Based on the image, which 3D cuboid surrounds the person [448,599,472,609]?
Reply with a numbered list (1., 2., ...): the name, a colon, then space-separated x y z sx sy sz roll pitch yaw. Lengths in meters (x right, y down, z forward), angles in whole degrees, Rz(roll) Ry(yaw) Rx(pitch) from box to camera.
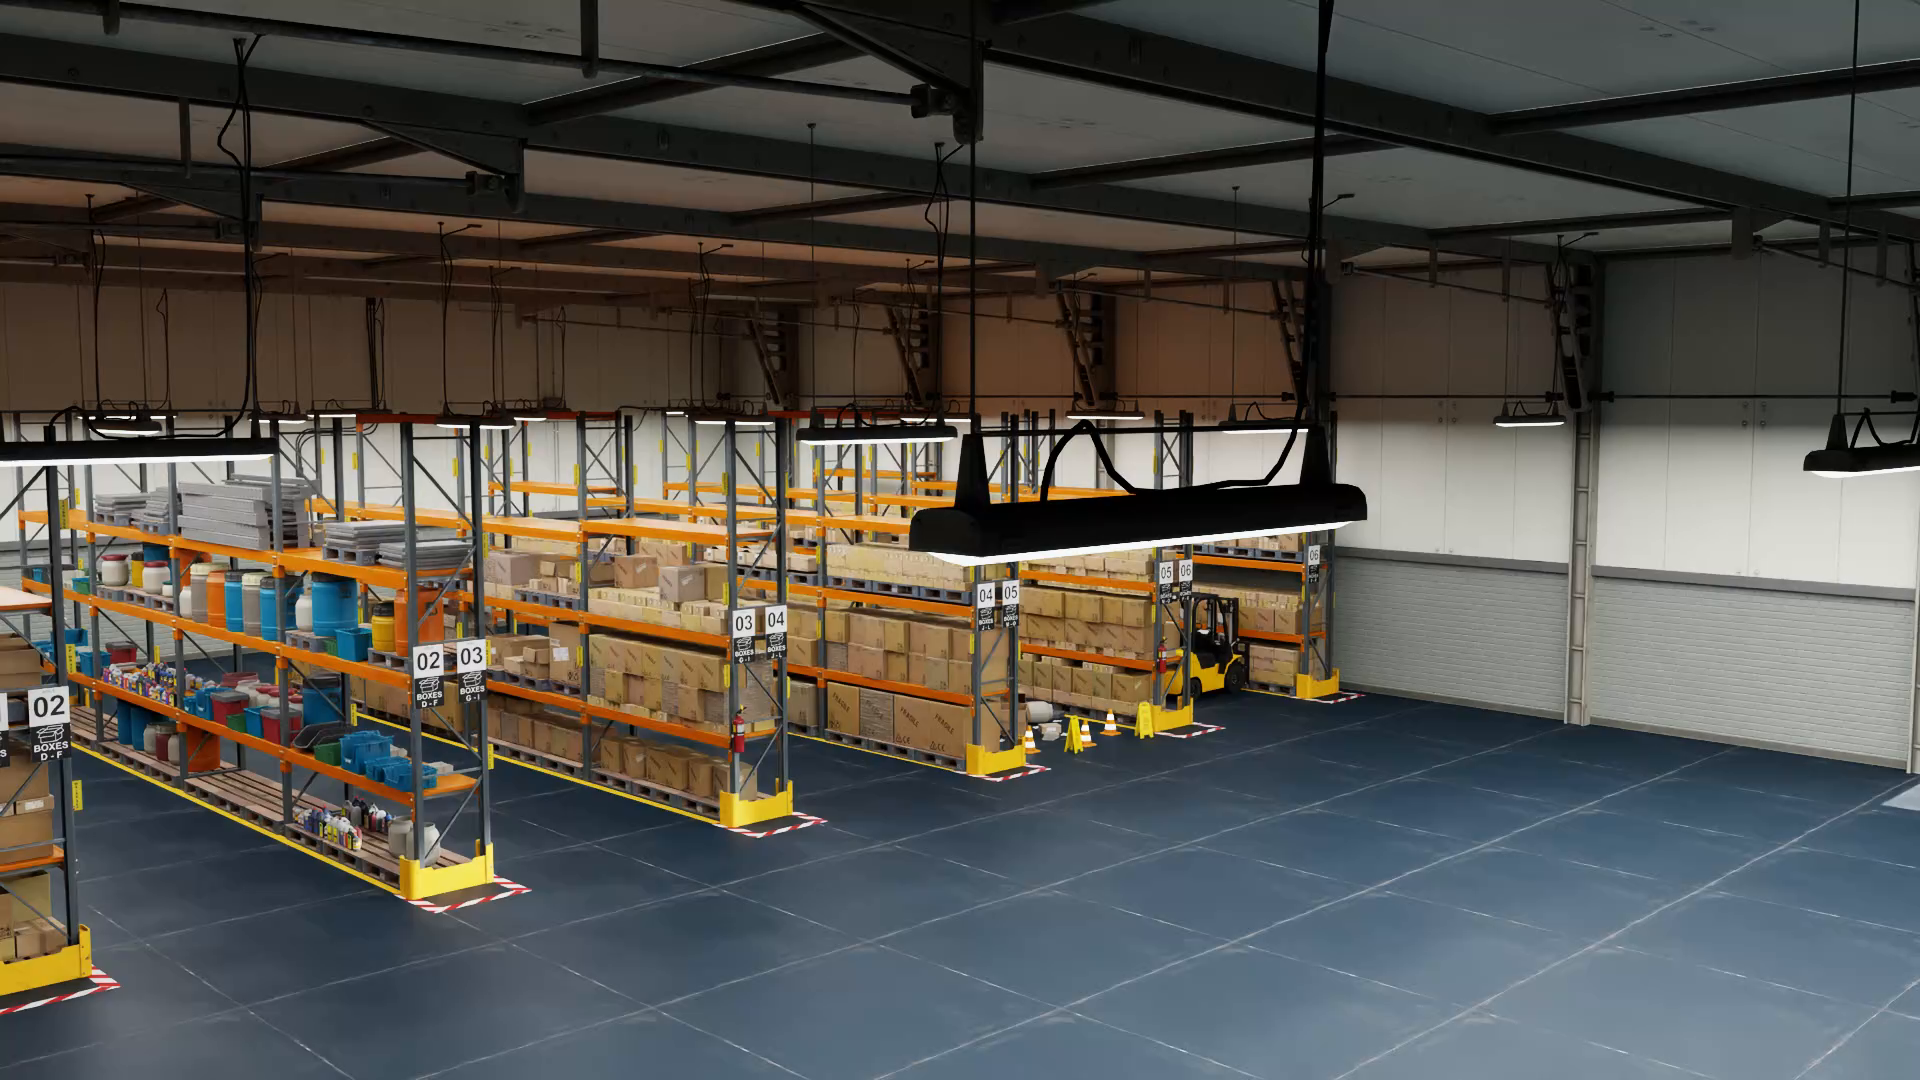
1. person: -12.124 1.935 40.401 0.568 1.750 0.794 0 5 3
